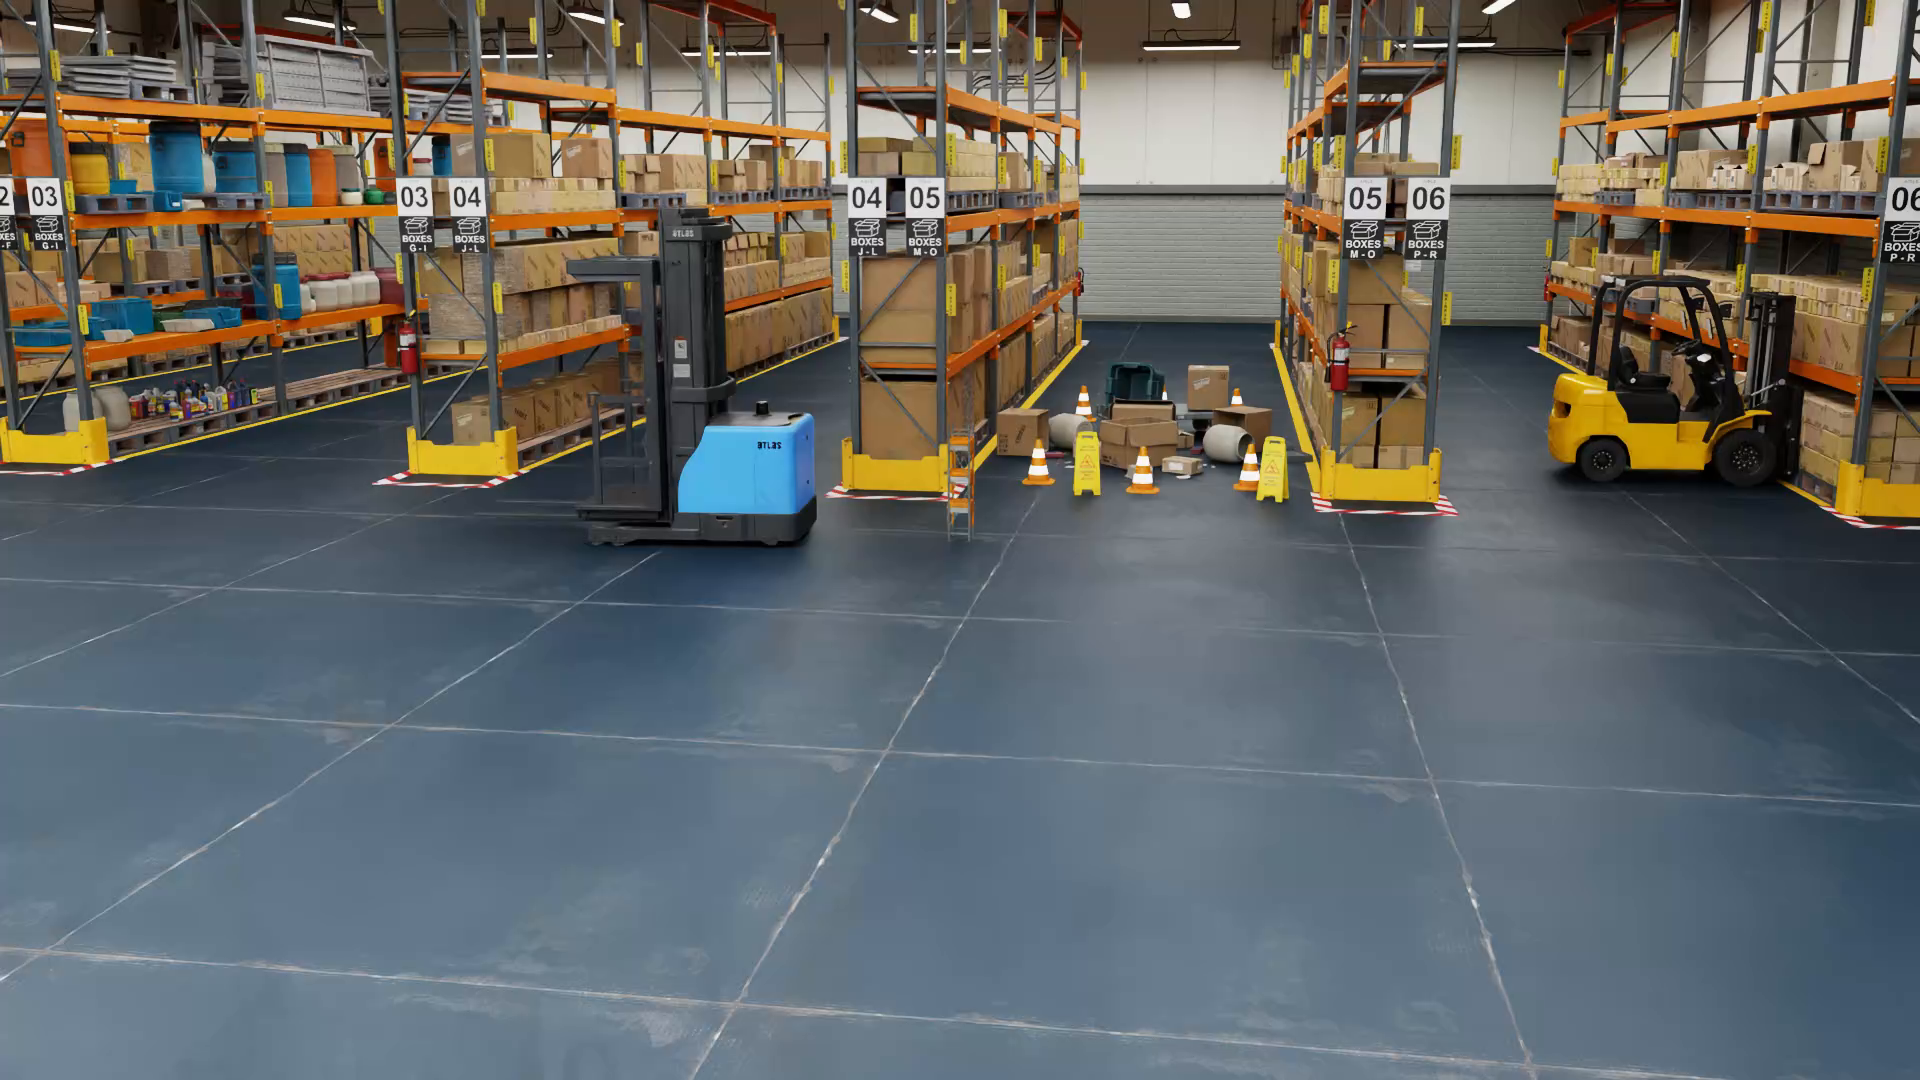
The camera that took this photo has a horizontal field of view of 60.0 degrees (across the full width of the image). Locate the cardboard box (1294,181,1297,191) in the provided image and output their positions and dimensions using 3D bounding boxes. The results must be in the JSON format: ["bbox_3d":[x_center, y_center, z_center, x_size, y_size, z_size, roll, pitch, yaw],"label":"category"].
[{"bbox_3d":[5.572,-5.687,26.701,0.380,0.166,0.250,1,12,5],"label":"cardboard box"}]

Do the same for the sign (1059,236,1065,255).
[{"bbox_3d":[1.755,-5.070,28.651,0.100,0.325,0.005,2,12,9],"label":"sign"}]

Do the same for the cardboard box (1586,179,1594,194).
[{"bbox_3d":[10.914,-5.977,28.139,0.500,0.250,0.500,1,12,7],"label":"cardboard box"}]

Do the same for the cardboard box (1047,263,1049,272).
[{"bbox_3d":[1.300,-4.605,28.135,0.380,0.149,0.250,2,12,9],"label":"cardboard box"}]

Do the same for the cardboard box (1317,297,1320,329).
[{"bbox_3d":[4.485,-2.723,19.565,0.500,0.500,0.500,2,12,8],"label":"cardboard box"}]

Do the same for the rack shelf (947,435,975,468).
[{"bbox_3d":[0.008,-0.791,14.877,0.215,0.259,0.240,2,12,9],"label":"rack shelf"}]

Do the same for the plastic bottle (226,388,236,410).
[{"bbox_3d":[-9.632,-1.867,21.938,0.061,0.283,0.133,3,12,12],"label":"plastic bottle"}]

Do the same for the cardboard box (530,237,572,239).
[{"bbox_3d":[-5.230,-3.635,21.425,0.500,0.500,0.500,2,12,9],"label":"cardboard box"}]

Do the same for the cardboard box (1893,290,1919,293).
[{"bbox_3d":[9.535,-2.407,16.559,0.380,0.149,0.250,2,12,10],"label":"cardboard box"}]

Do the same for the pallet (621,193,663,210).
[{"bbox_3d":[-4.710,-4.537,22.252,1.213,0.211,1.003,2,12,9],"label":"pallet"}]

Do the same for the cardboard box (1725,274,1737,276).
[{"bbox_3d":[10.437,-3.466,22.177,0.380,0.149,0.250,2,12,8],"label":"cardboard box"}]

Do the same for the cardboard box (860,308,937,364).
[{"bbox_3d":[-0.628,-2.175,17.611,0.875,0.550,0.550,2,12,9],"label":"cardboard box"}]

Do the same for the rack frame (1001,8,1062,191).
[{"bbox_3d":[1.206,-7.454,28.220,1.000,3.000,0.127,2,12,9],"label":"rack frame"}]

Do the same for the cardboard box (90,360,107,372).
[{"bbox_3d":[-13.998,-2.828,26.527,0.500,0.250,0.500,2,12,8],"label":"cardboard box"}]

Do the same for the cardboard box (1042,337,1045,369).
[{"bbox_3d":[1.100,-3.023,26.835,0.500,0.500,0.500,2,12,7],"label":"cardboard box"}]

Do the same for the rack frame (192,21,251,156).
[{"bbox_3d":[-13.468,-7.957,30.557,1.000,3.000,0.127,2,12,9],"label":"rack frame"}]

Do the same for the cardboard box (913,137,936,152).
[{"bbox_3d":[-0.274,-4.070,17.108,0.380,0.149,0.250,2,12,9],"label":"cardboard box"}]

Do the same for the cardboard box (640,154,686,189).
[{"bbox_3d":[-4.281,-5.313,23.982,0.500,0.500,0.500,2,12,10],"label":"cardboard box"}]

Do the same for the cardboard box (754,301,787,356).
[{"bbox_3d":[-3.758,-3.736,29.254,1.225,0.875,0.875,2,12,9],"label":"cardboard box"}]

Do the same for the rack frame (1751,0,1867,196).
[{"bbox_3d":[9.787,-5.489,19.104,1.000,3.000,0.127,2,12,9],"label":"rack frame"}]

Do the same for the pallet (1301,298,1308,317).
[{"bbox_3d":[5.493,-3.304,23.658,1.213,0.211,1.003,2,12,9],"label":"pallet"}]

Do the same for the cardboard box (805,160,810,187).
[{"bbox_3d":[-3.297,-7.082,32.142,0.700,0.500,0.500,1,12,7],"label":"cardboard box"}]

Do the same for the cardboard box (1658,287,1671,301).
[{"bbox_3d":[10.068,-3.477,23.174,0.500,0.250,0.500,2,12,9],"label":"cardboard box"}]

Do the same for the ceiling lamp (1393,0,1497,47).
[{"bbox_3d":[9.745,-11.474,33.019,2.000,3.185,0.800,2,12,9],"label":"ceiling lamp"}]

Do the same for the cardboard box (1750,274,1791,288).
[{"bbox_3d":[9.445,-3.011,19.362,0.380,0.149,0.250,2,12,10],"label":"cardboard box"}]

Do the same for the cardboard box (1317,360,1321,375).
[{"bbox_3d":[4.369,-2.016,19.439,0.380,0.149,0.250,2,12,11],"label":"cardboard box"}]

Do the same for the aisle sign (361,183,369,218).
[{"bbox_3d":[-12.539,-7.132,34.798,0.394,0.787,0.004,2,12,9],"label":"aisle sign"}]

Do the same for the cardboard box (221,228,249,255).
[{"bbox_3d":[-13.646,-5.676,31.600,0.500,0.500,0.500,2,12,9],"label":"cardboard box"}]

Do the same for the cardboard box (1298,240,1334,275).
[{"bbox_3d":[5.318,-4.203,24.765,0.500,0.500,0.500,2,12,7],"label":"cardboard box"}]

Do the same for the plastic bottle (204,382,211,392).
[{"bbox_3d":[-10.286,-2.027,22.712,0.097,0.271,0.097,0,12,0],"label":"plastic bottle"}]

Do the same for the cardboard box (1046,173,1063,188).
[{"bbox_3d":[1.517,-6.251,28.928,0.500,0.250,0.500,2,12,11],"label":"cardboard box"}]

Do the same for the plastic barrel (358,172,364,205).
[{"bbox_3d":[-9.539,-5.497,25.995,0.421,0.512,0.421,0,12,0],"label":"plastic barrel"}]

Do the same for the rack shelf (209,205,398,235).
[{"bbox_3d":[-9.497,-4.729,24.405,1.077,0.370,4.000,2,12,9],"label":"rack shelf"}]

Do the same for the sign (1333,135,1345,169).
[{"bbox_3d":[3.722,-3.805,16.308,0.100,0.325,0.005,2,12,9],"label":"sign"}]

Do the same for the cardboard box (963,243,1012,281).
[{"bbox_3d":[0.358,-3.921,23.456,0.700,0.500,0.500,2,12,8],"label":"cardboard box"}]

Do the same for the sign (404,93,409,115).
[{"bbox_3d":[-8.644,-6.789,25.903,0.100,0.325,0.005,2,12,9],"label":"sign"}]

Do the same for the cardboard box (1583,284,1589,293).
[{"bbox_3d":[10.852,-4.283,28.345,0.380,0.149,0.250,2,12,10],"label":"cardboard box"}]

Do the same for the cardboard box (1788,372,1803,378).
[{"bbox_3d":[9.903,-1.798,19.371,0.500,0.250,0.500,2,12,10],"label":"cardboard box"}]

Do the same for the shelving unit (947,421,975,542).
[{"bbox_3d":[0.008,-0.524,14.934,0.215,1.050,0.252,2,12,9],"label":"shelving unit"}]

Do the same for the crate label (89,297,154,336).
[{"bbox_3d":[-10.403,-2.775,20.664,0.502,0.435,0.616,2,12,9],"label":"crate label"}]

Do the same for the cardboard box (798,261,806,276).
[{"bbox_3d":[-3.193,-5.076,31.076,0.500,0.250,0.500,2,12,10],"label":"cardboard box"}]

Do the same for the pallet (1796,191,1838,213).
[{"bbox_3d":[9.492,-3.548,17.426,1.003,0.211,1.213,2,12,9],"label":"pallet"}]

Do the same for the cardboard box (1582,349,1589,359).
[{"bbox_3d":[10.813,-3.159,28.302,0.380,0.149,0.250,2,12,7],"label":"cardboard box"}]

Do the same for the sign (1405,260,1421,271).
[{"bbox_3d":[10.145,-6.271,37.199,0.329,0.494,0.001,2,12,9],"label":"sign"}]

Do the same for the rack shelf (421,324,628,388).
[{"bbox_3d":[-5.218,-2.270,20.112,1.077,0.370,4.000,2,12,9],"label":"rack shelf"}]

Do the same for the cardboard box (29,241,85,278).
[{"bbox_3d":[-18.146,-5.595,33.124,0.980,0.700,0.700,2,12,7],"label":"cardboard box"}]

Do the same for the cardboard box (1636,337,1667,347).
[{"bbox_3d":[10.409,-2.965,25.030,0.380,0.149,0.250,2,12,10],"label":"cardboard box"}]

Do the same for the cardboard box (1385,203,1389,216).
[{"bbox_3d":[4.716,-3.505,17.615,0.380,0.149,0.250,1,12,7],"label":"cardboard box"}]

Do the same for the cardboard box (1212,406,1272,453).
[{"bbox_3d":[3.373,-1.317,19.911,0.500,0.500,0.500,-10,16,-40],"label":"cardboard box"}]

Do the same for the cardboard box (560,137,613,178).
[{"bbox_3d":[-4.727,-4.841,21.085,0.500,0.500,0.500,2,12,7],"label":"cardboard box"}]

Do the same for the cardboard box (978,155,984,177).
[{"bbox_3d":[-0.004,-4.328,19.254,0.500,0.250,0.500,2,12,8],"label":"cardboard box"}]

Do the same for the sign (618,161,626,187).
[{"bbox_3d":[-4.373,-4.741,21.524,0.100,0.325,0.005,2,12,9],"label":"sign"}]

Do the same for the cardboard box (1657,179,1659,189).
[{"bbox_3d":[10.344,-5.166,24.133,0.380,0.149,0.250,2,12,10],"label":"cardboard box"}]

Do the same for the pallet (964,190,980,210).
[{"bbox_3d":[-0.351,-3.856,18.855,1.003,0.211,1.213,2,12,9],"label":"pallet"}]

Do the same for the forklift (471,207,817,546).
[{"bbox_3d":[-2.884,-1.490,14.952,3.031,2.935,1.130,1,12,5],"label":"forklift"}]

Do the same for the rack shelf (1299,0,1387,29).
[{"bbox_3d":[5.805,-8.171,25.368,1.077,0.370,4.000,2,12,9],"label":"rack shelf"}]
